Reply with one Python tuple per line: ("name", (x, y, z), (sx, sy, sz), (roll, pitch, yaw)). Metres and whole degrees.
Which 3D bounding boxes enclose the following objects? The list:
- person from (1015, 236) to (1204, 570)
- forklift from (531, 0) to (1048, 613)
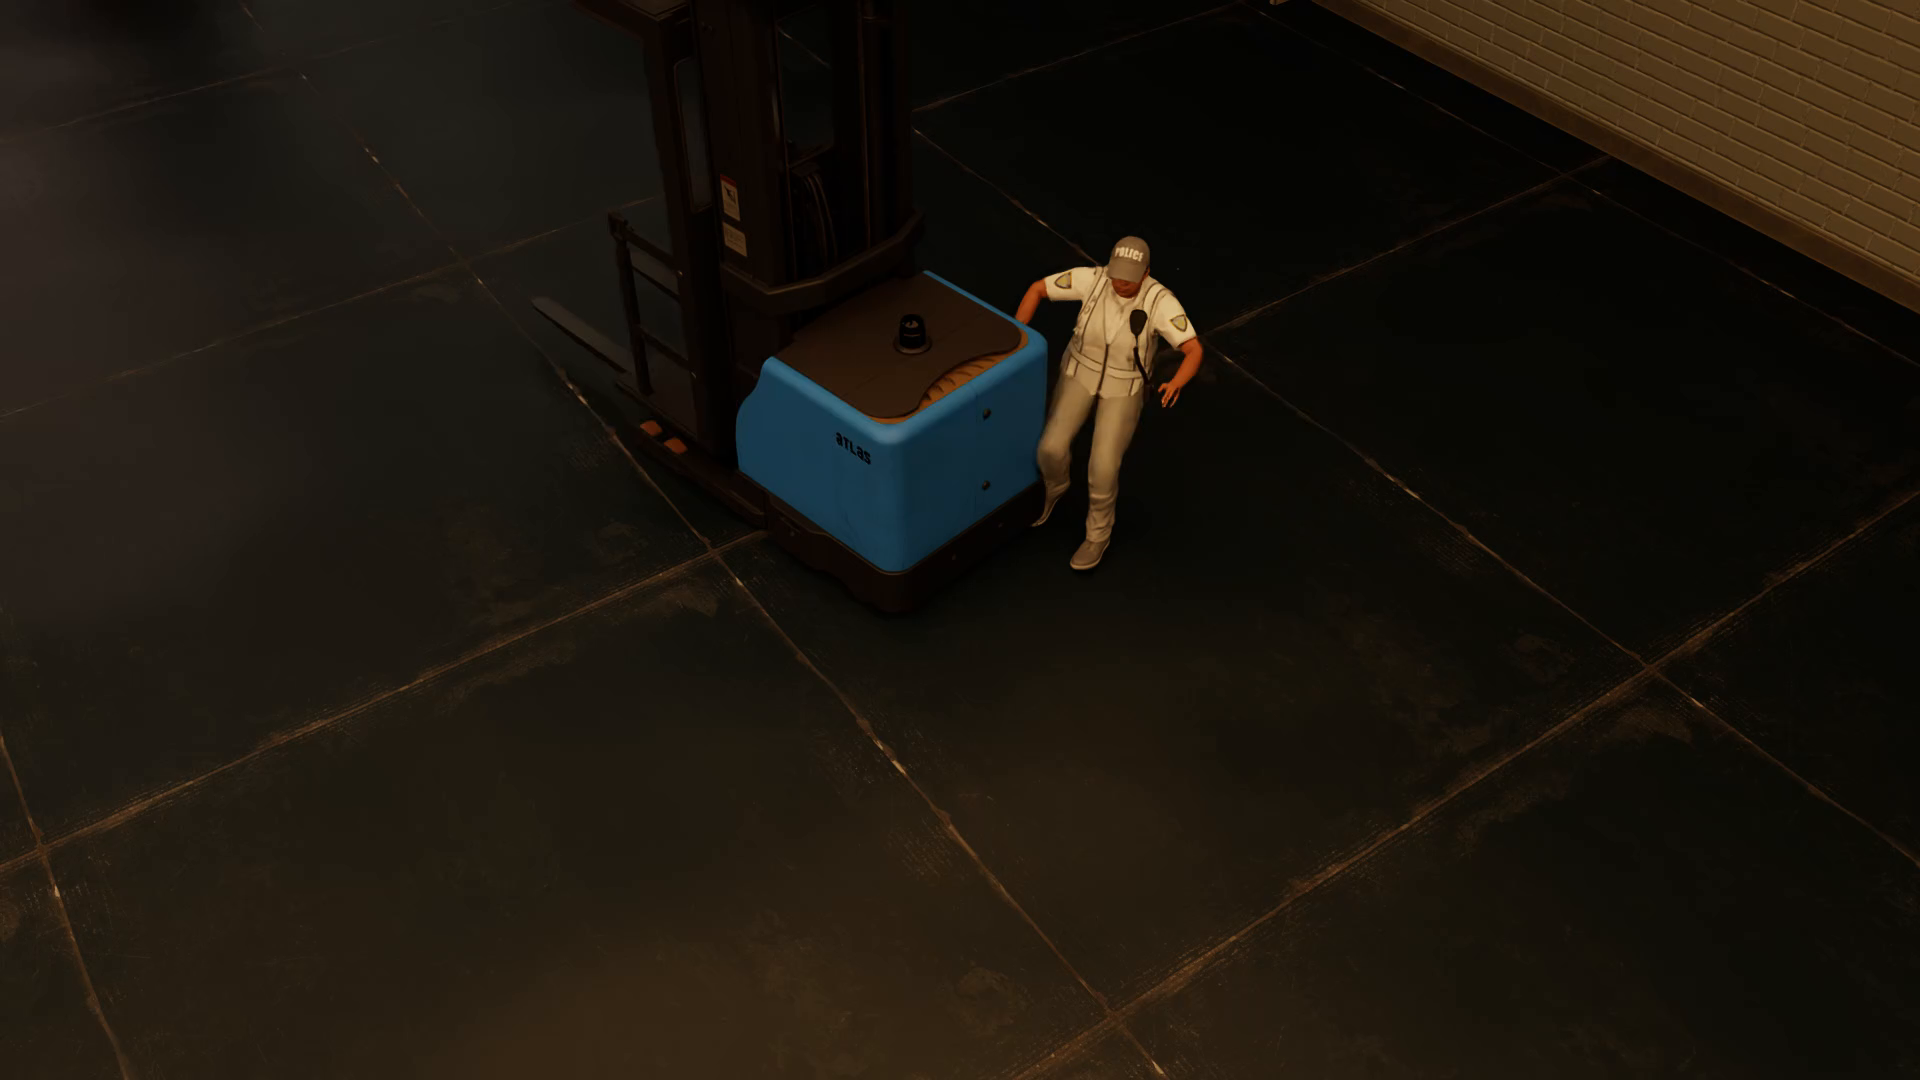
("person", (0.616, -0.640, 7.510), (0.900, 1.428, 0.824), (9, 43, 10))
("forklift", (-0.999, -1.642, 7.497), (3.031, 2.935, 1.130), (34, 52, 31))
